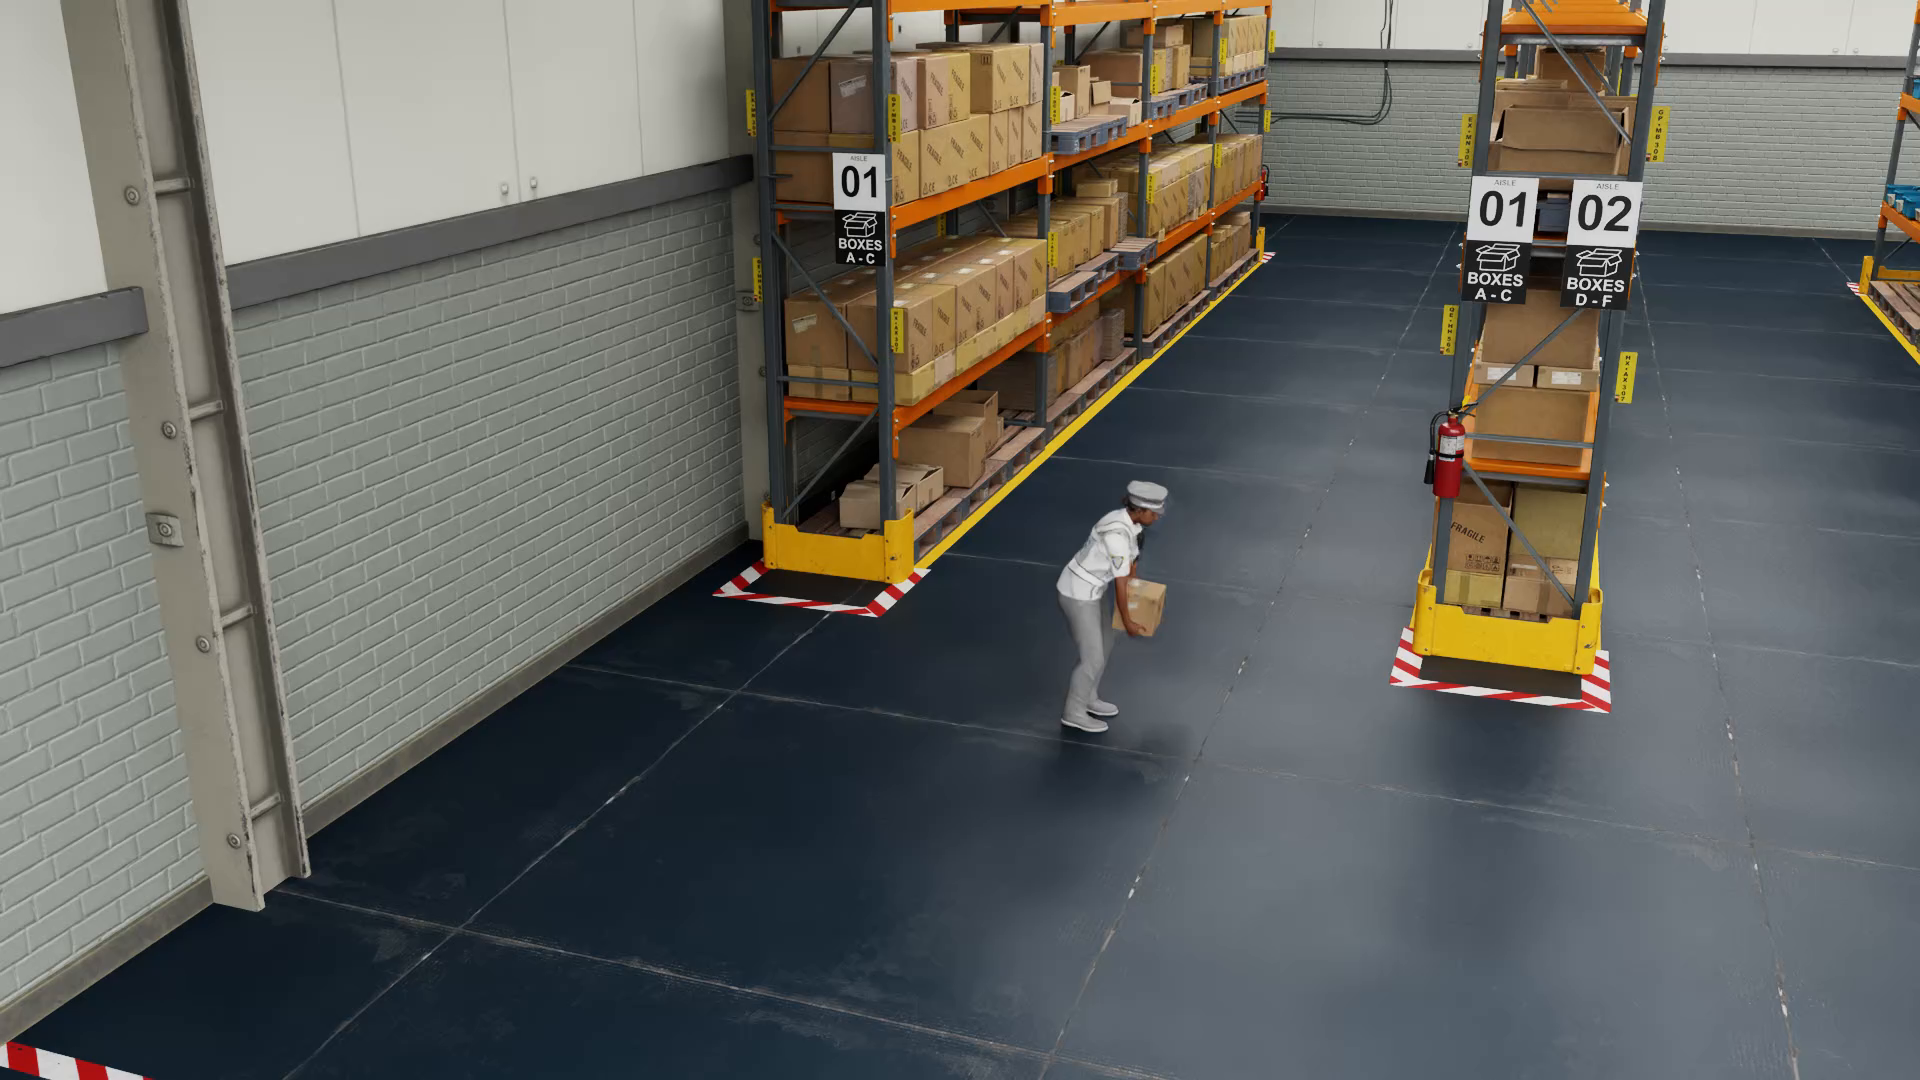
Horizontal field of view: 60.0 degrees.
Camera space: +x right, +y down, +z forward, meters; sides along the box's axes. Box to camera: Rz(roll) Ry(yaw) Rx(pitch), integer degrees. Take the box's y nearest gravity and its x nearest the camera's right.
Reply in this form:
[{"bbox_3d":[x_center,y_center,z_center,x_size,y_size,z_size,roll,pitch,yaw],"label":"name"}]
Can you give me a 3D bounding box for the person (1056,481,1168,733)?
[{"bbox_3d":[0.910,0.394,10.082,0.648,1.558,0.412,6,20,17],"label":"person"}]
